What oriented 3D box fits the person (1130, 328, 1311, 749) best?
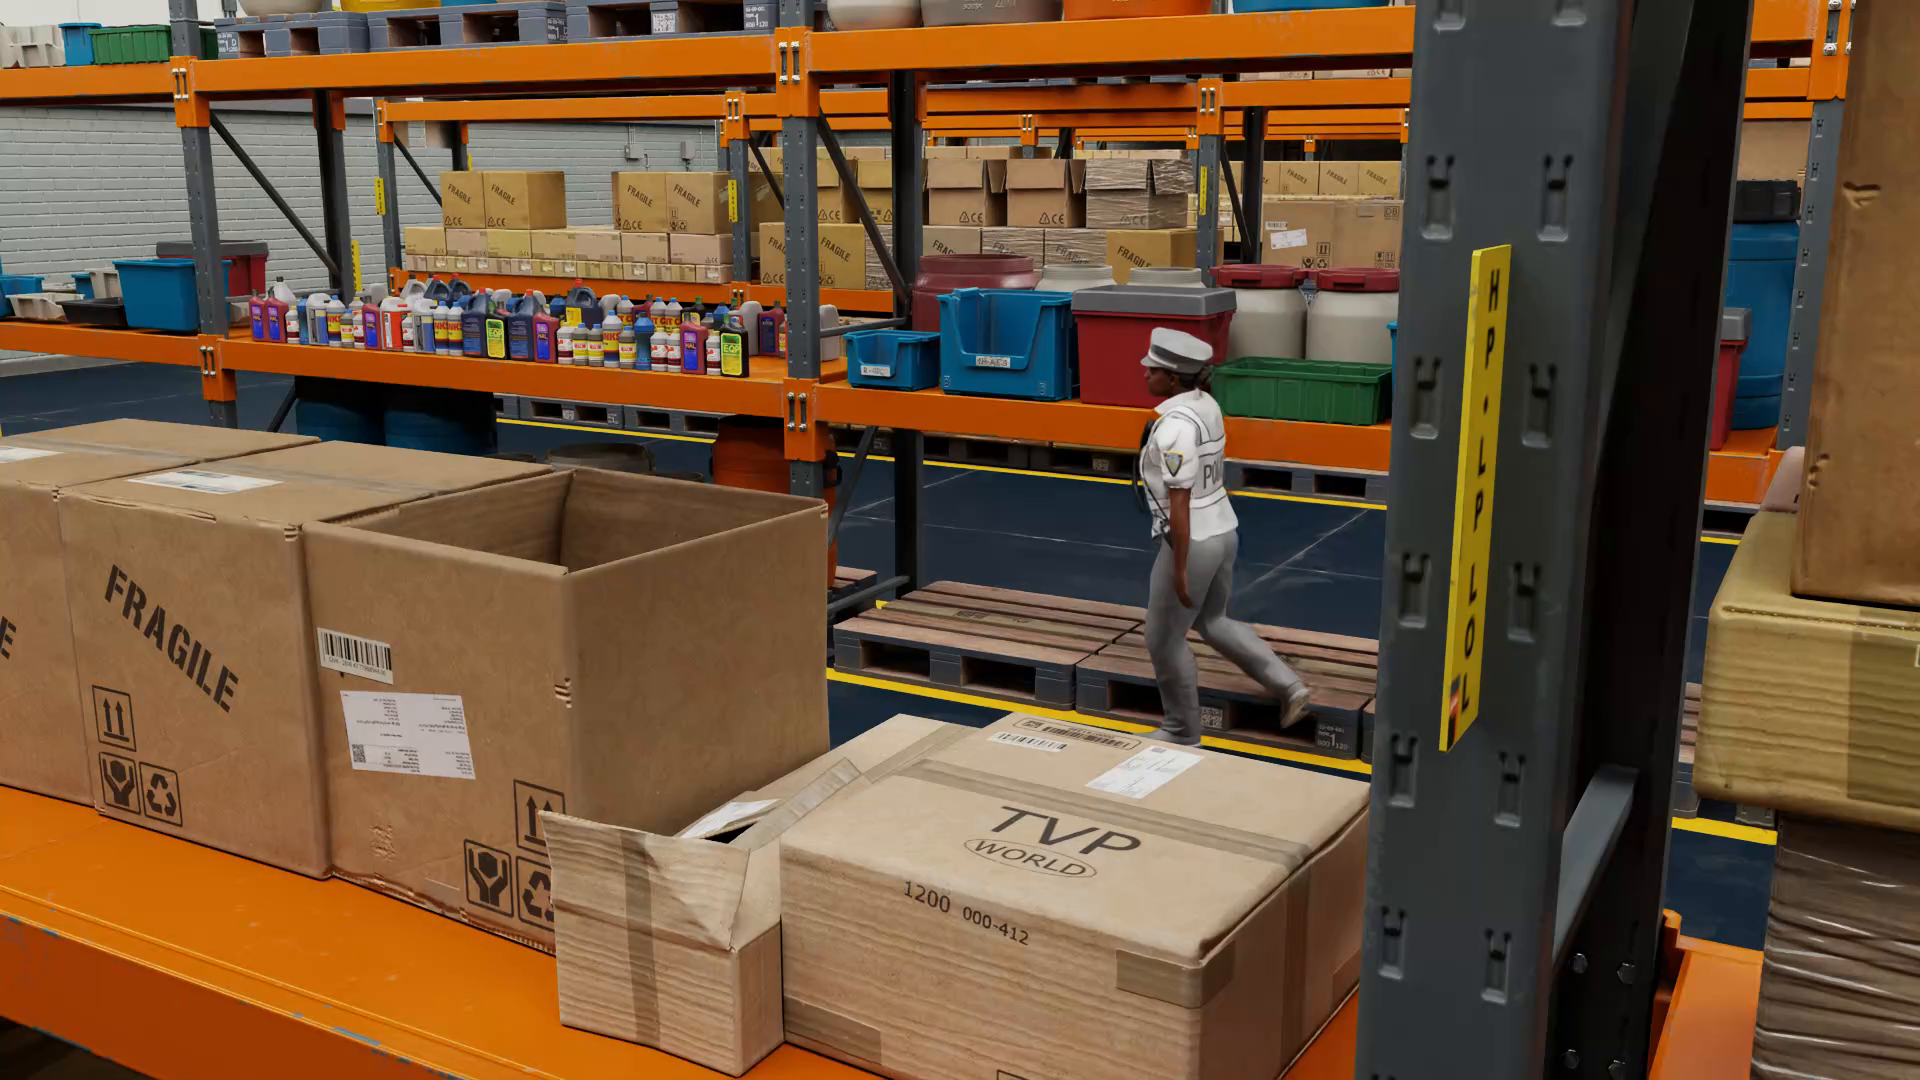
[{"bbox_3d":[1.002,0.025,6.336,0.682,1.657,0.525,6,14,23],"label":"person"}]
